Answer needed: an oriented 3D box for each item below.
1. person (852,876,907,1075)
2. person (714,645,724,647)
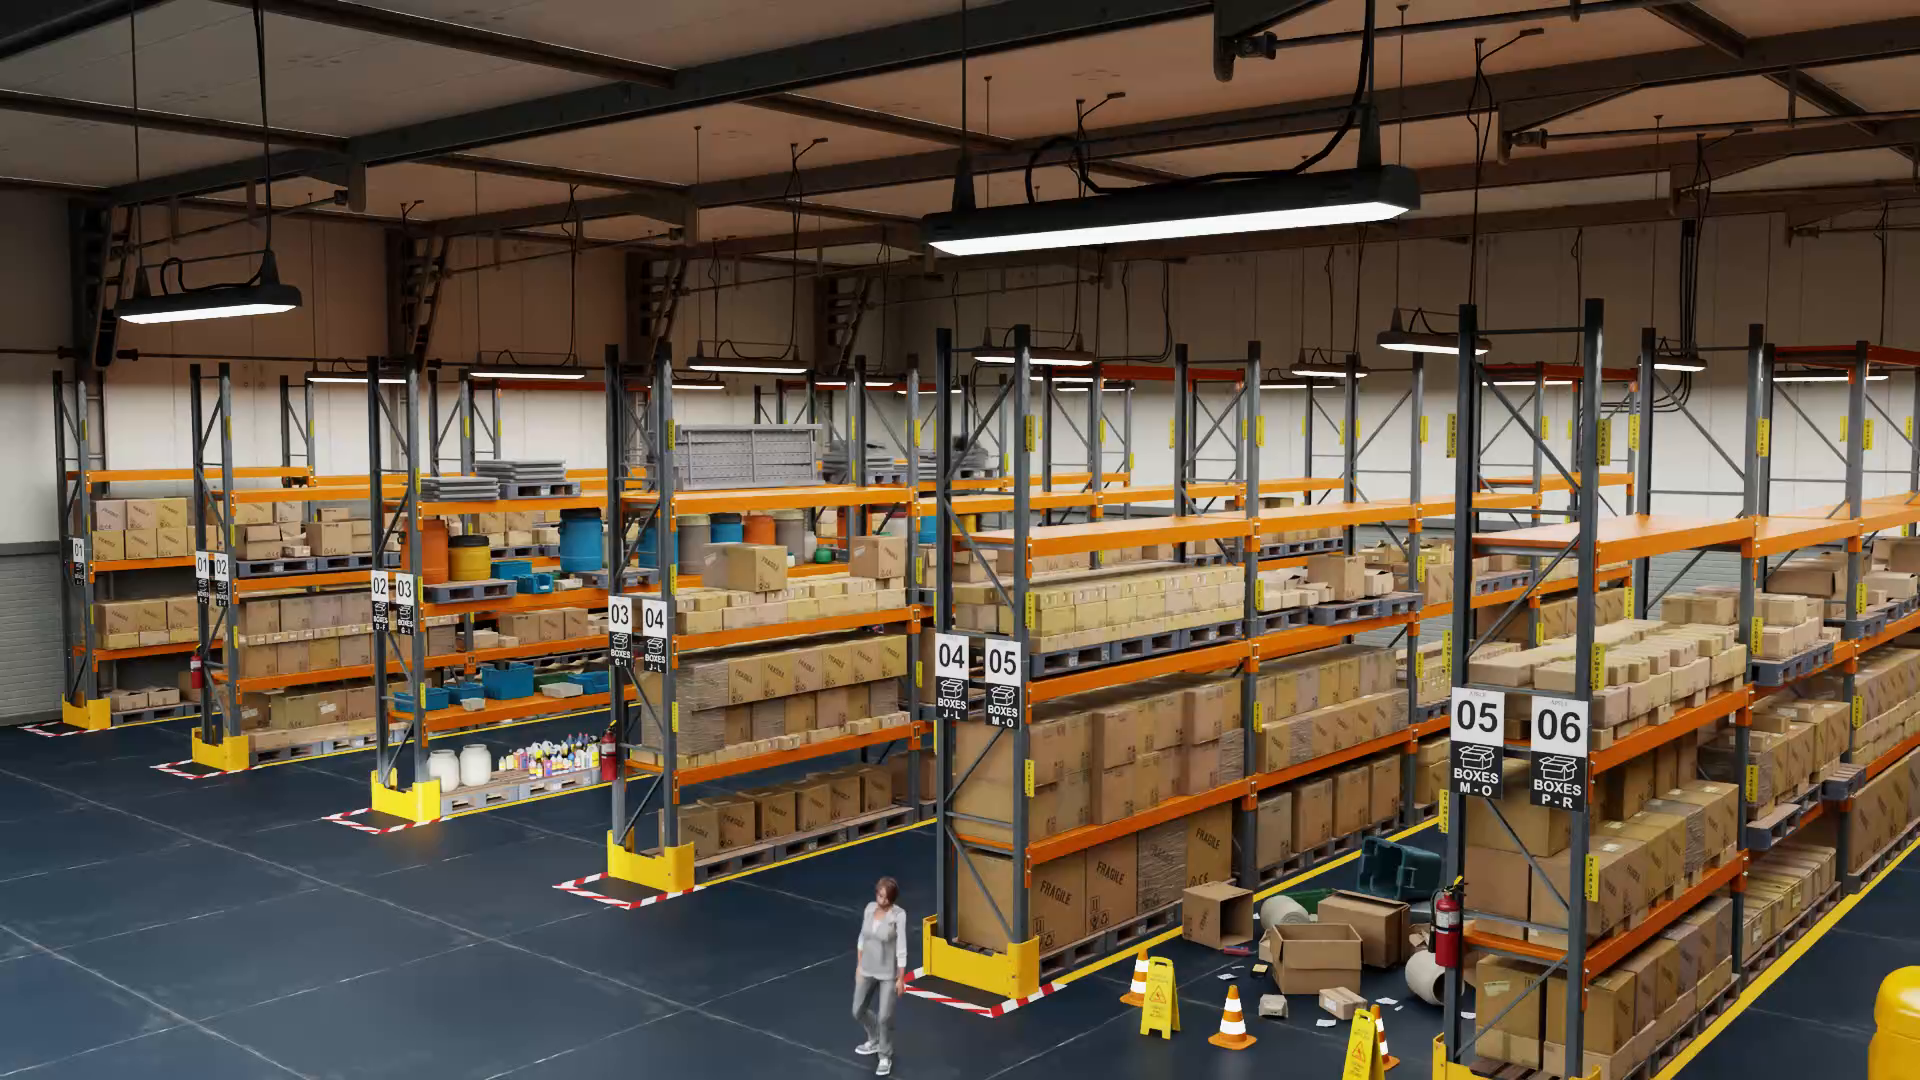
[{"bbox_3d":[-0.637,3.426,13.190,0.542,1.577,0.433,2,5,25],"label":"person"},{"bbox_3d":[-4.191,2.179,30.240,0.561,1.623,0.794,1,4,19],"label":"person"}]
